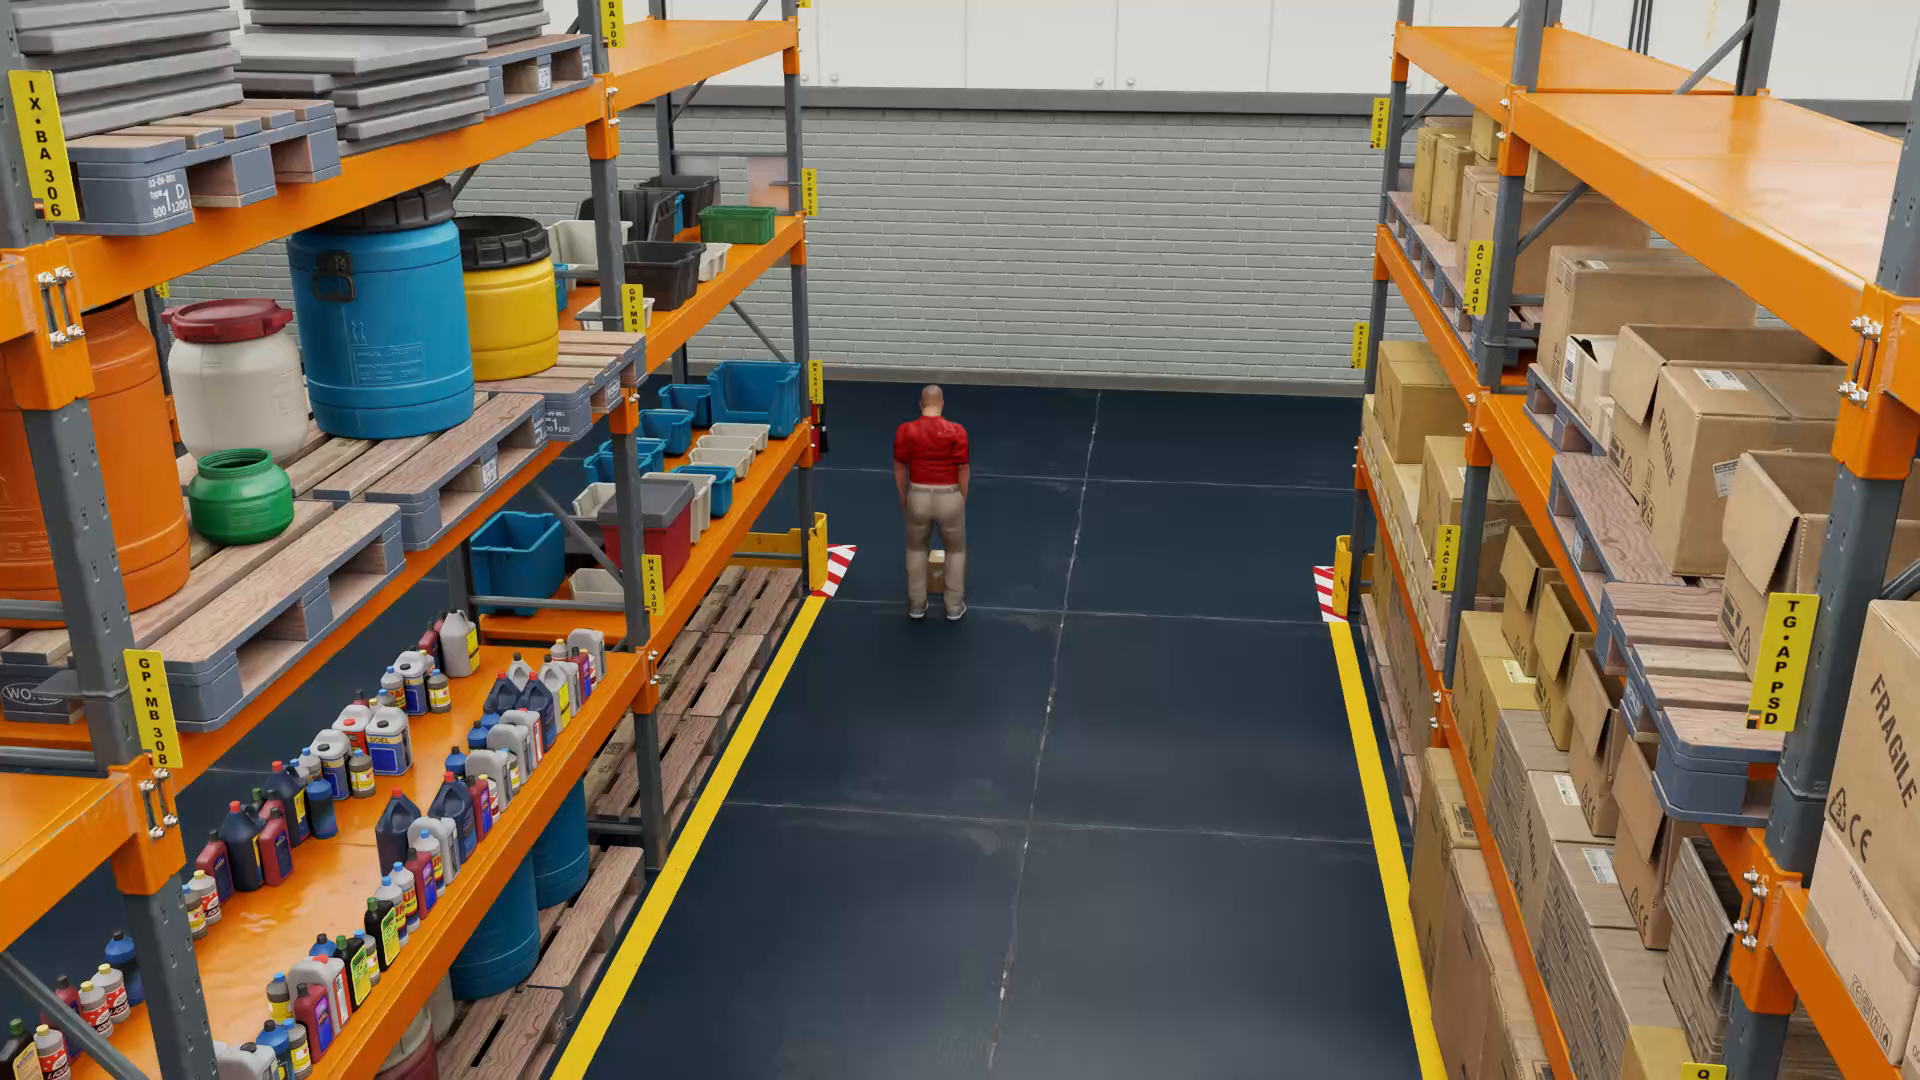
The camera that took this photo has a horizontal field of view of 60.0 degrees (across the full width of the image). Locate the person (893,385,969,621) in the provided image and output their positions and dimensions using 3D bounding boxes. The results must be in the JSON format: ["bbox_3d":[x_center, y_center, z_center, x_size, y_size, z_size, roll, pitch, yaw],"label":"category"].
[{"bbox_3d":[-0.198,-0.256,11.815,0.540,1.709,0.367,3,21,8],"label":"person"}]
